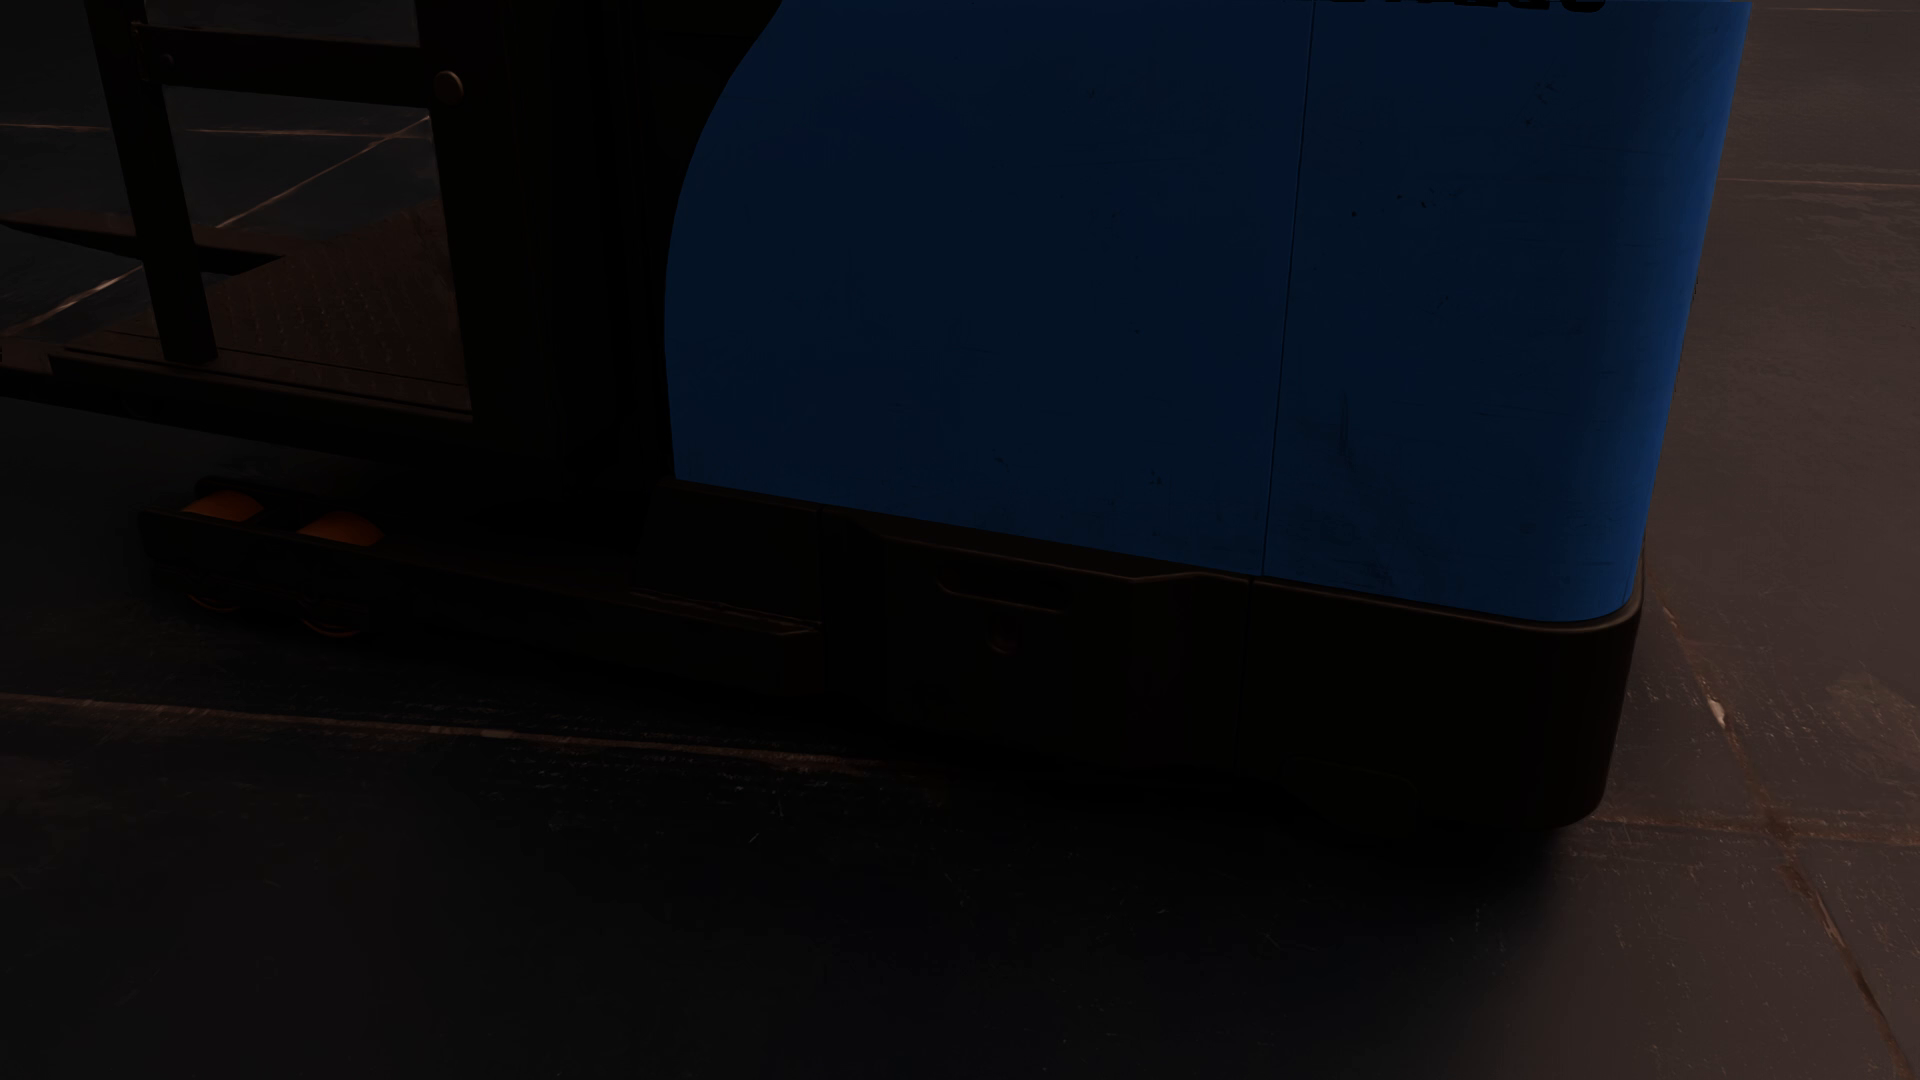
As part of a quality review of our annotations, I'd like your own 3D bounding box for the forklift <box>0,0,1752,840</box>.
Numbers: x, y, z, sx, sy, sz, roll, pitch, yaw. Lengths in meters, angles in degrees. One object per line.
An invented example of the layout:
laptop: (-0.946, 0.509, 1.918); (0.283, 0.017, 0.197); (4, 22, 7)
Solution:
forklift: (-0.576, -1.389, 2.000); (3.031, 2.935, 1.130); (10, 28, 19)
